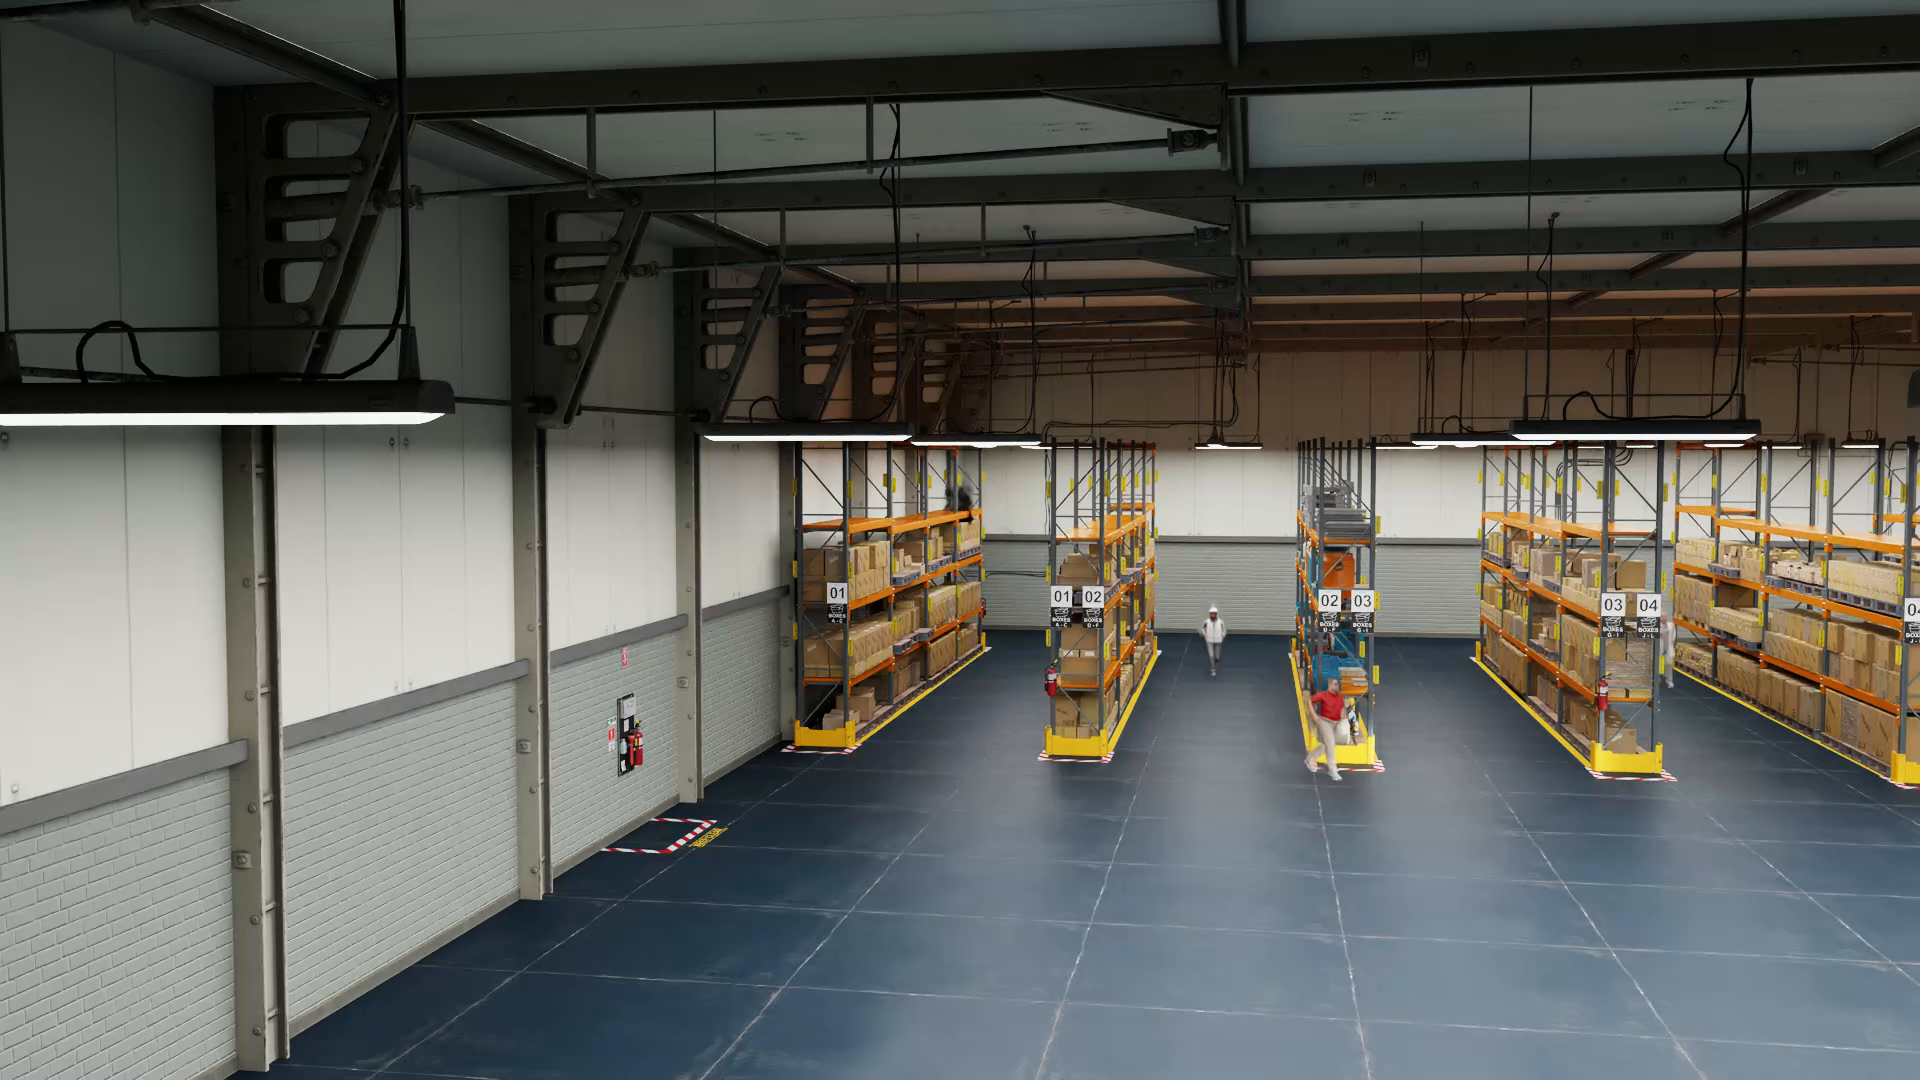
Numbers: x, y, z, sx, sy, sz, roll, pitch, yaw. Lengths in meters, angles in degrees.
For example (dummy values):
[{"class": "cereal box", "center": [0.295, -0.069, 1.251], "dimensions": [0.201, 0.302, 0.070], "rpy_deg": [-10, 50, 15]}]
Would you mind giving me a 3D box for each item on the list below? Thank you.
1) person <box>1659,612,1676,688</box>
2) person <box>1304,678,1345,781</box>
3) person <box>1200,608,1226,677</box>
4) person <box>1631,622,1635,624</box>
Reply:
[{"class": "person", "center": [17.188, 2.660, 40.628], "dimensions": [0.708, 1.791, 1.029], "rpy_deg": [0, 3, 6]}, {"class": "person", "center": [6.532, 3.310, 29.415], "dimensions": [0.690, 1.727, 0.962], "rpy_deg": [-2, 4, -38]}, {"class": "person", "center": [6.507, 2.607, 42.721], "dimensions": [0.661, 1.748, 0.722], "rpy_deg": [0, 3, 3]}, {"class": "person", "center": [18.152, 2.462, 45.237], "dimensions": [0.656, 1.775, 0.715], "rpy_deg": [-2, 4, -36]}]
